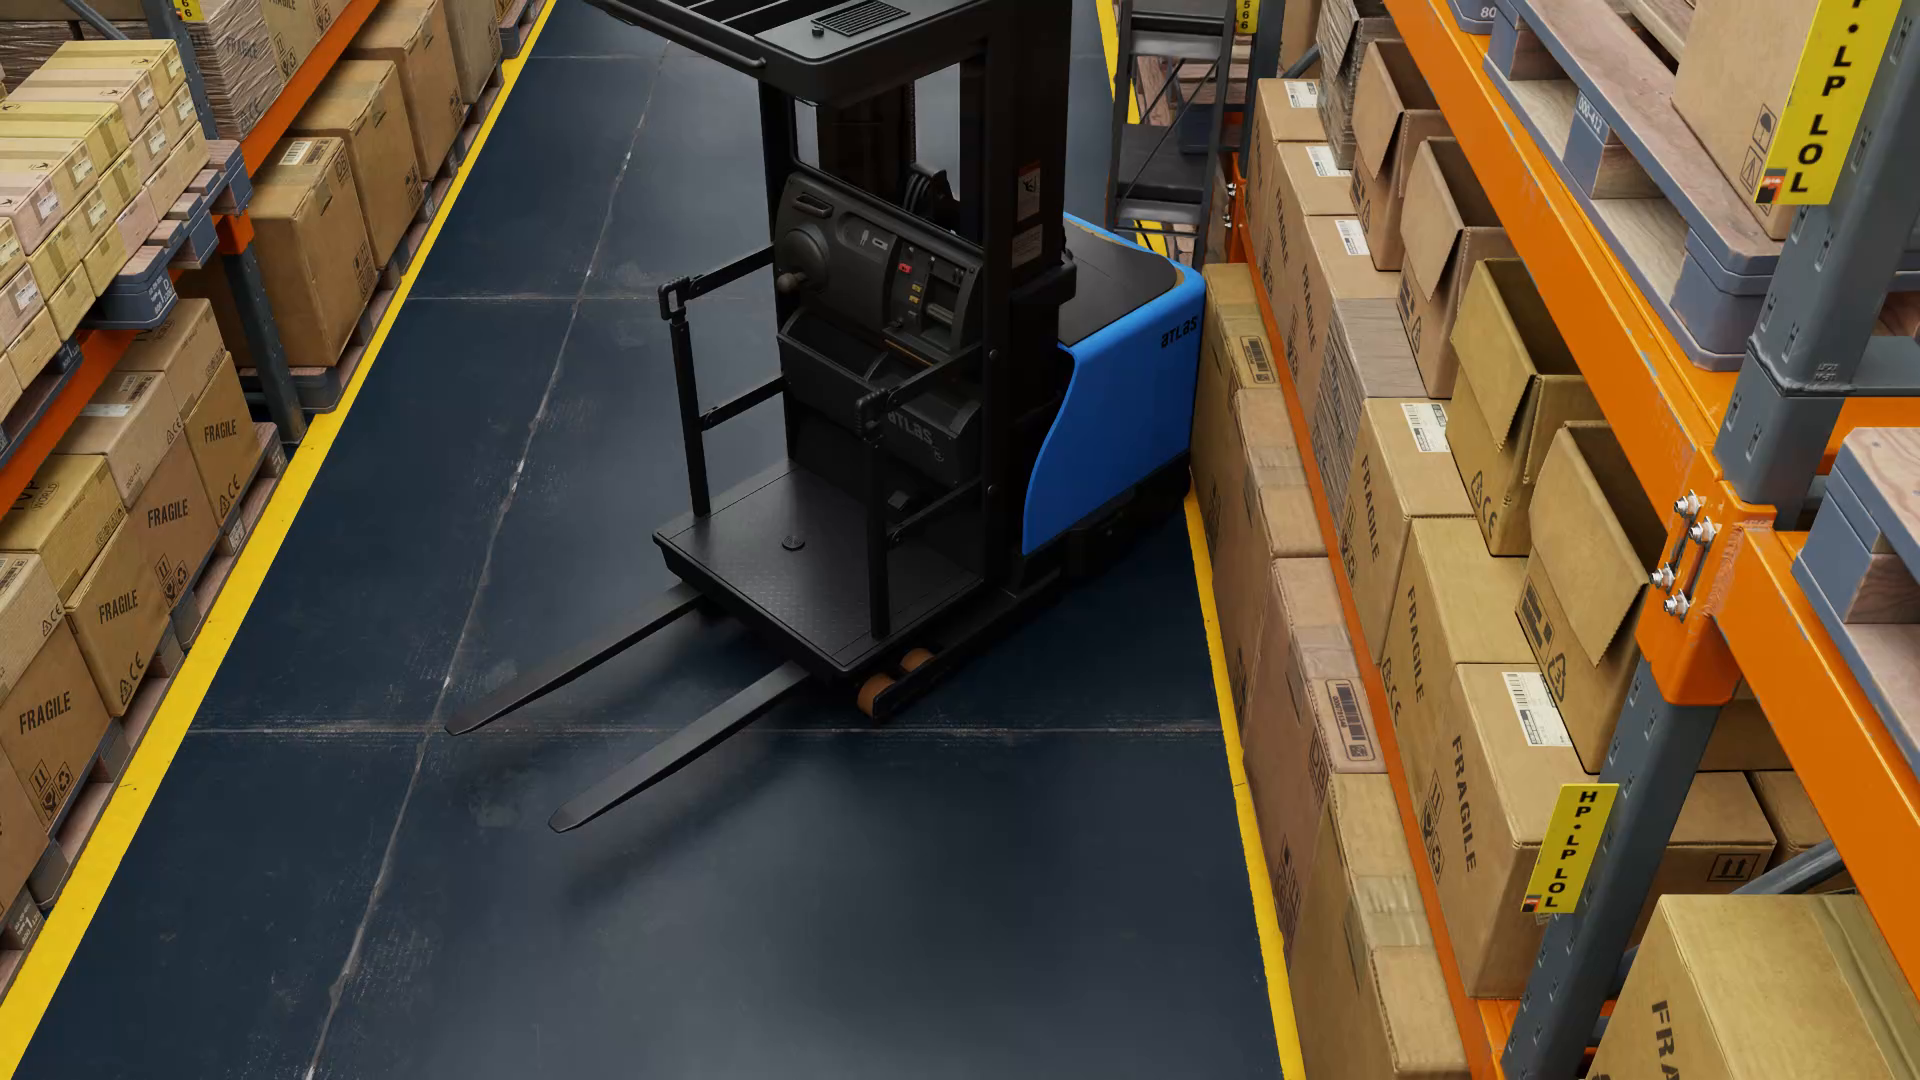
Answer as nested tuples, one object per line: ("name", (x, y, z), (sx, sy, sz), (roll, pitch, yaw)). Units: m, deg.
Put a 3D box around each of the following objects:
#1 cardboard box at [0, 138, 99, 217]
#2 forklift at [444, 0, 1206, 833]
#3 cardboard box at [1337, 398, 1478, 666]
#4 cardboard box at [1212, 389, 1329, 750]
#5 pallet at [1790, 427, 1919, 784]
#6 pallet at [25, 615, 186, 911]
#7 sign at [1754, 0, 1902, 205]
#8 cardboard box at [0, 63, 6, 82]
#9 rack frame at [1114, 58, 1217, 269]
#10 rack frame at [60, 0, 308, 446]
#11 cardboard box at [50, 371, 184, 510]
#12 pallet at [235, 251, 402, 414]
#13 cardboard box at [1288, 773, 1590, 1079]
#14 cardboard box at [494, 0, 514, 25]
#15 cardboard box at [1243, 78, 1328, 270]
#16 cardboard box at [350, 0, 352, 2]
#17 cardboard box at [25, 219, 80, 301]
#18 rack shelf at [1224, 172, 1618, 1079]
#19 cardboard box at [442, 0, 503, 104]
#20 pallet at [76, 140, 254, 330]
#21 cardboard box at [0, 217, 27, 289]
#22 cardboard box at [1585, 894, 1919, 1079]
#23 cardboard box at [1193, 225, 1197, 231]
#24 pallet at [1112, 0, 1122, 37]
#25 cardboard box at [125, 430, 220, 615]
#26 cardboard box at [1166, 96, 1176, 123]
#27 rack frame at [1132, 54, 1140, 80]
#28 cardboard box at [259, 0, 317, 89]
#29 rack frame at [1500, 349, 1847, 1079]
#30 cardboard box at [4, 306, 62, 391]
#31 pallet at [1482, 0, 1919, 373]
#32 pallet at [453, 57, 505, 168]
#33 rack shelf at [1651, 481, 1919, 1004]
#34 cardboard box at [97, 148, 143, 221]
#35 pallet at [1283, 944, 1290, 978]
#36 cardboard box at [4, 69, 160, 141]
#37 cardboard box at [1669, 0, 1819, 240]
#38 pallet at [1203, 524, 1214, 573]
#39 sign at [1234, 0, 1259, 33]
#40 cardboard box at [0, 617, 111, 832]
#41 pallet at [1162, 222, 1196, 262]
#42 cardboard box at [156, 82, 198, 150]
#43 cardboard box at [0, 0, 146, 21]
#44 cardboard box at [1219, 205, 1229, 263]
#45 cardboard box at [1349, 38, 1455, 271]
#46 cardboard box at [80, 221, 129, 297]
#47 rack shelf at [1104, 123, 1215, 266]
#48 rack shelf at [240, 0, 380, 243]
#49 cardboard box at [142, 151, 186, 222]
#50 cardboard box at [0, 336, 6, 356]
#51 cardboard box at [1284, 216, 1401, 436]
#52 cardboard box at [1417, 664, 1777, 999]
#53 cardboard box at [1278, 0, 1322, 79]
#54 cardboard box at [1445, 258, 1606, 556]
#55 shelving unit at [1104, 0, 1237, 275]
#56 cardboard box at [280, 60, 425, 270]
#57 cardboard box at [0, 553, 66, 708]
("cardboard box", (-2.923, -1.122, 5.141), (0.380, 0.149, 0.250), (1, 39, 1))
("forklift", (-0.440, -0.866, 5.487), (1.130, 2.935, 3.031), (32, 48, 33))
("cardboard box", (1.306, -0.025, 4.302), (0.500, 0.500, 0.500), (0, 39, -1))
("cardboard box", (1.549, 0.096, 5.595), (1.225, 0.875, 0.875), (0, 39, 0))
("pallet", (1.571, 0.319, 1.626), (1.003, 0.211, 1.213), (0, 39, 0))
("pallet", (-3.386, 0.720, 5.683), (1.003, 0.211, 1.213), (0, 39, 0))
("sign", (1.038, -0.546, 1.969), (0.100, 0.325, 0.005), (0, 39, 0))
("cardboard box", (-3.577, -1.624, 5.768), (0.380, 0.149, 0.250), (0, 39, 0))
("rack frame", (0.848, -1.544, 6.935), (0.400, 2.100, 0.015), (6, 43, 6))
("rack frame", (-3.384, -1.618, 6.371), (1.000, 3.000, 0.127), (0, 39, 0))
("cardboard box", (-3.110, -0.356, 5.859), (0.500, 0.250, 0.500), (0, 39, 1))
("pallet", (-3.310, -1.023, 7.858), (1.003, 0.211, 1.213), (0, 39, 0))
("cardboard box", (1.560, 1.208, 4.207), (1.225, 0.875, 0.875), (0, 39, 0))
("cardboard box", (-3.319, -3.848, 10.516), (0.875, 0.875, 0.875), (1, 39, 1))
("cardboard box", (1.305, -1.293, 5.885), (0.500, 0.500, 0.500), (1, 39, 1))
("cardboard box", (-3.116, -2.883, 7.869), (0.500, 0.500, 0.500), (0, 39, -1))
("cardboard box", (-2.925, -0.848, 5.037), (0.380, 0.149, 0.250), (0, 39, 0))
("rack shelf", (1.578, -0.027, 4.961), (1.077, 0.370, 4.000), (0, 39, 0))
("cardboard box", (-3.298, -3.017, 9.580), (1.050, 0.750, 0.750), (0, 39, 0))
("pallet", (-3.277, -1.098, 5.875), (1.213, 0.211, 1.003), (0, 39, 0))
("cardboard box", (-2.926, -0.801, 4.741), (0.380, 0.149, 0.250), (2, 39, 2))
("cardboard box", (1.326, 0.892, 2.520), (0.500, 0.500, 0.500), (0, 39, 0))
("cardboard box", (1.534, -1.875, 8.338), (0.700, 0.500, 0.500), (3, 39, 4))
("pallet", (1.535, -3.392, 10.814), (1.003, 0.211, 1.213), (0, 39, 0))
("cardboard box", (-3.125, -0.071, 6.103), (0.500, 0.500, 0.500), (1, 39, 2))
("cardboard box", (1.532, -2.574, 9.210), (0.700, 0.500, 0.500), (0, 39, 0))
("rack frame", (1.571, -4.060, 9.418), (1.000, 3.000, 0.127), (0, 39, 0))
("cardboard box", (-3.118, -2.256, 7.087), (0.500, 0.500, 0.500), (0, 39, 0))
("rack frame", (1.581, 0.943, 3.175), (1.000, 3.000, 0.127), (0, 39, 0))
("cardboard box", (-2.928, -0.574, 4.932), (0.380, 0.149, 0.250), (1, 39, 1))
("pallet", (1.530, -0.726, 3.012), (0.805, 0.209, 1.217), (-1, 39, -2))
("pallet", (-3.312, -2.549, 9.762), (1.003, 0.211, 1.213), (0, 39, 0))
("rack shelf", (1.583, 1.304, 0.901), (1.077, 0.370, 4.000), (0, 39, 0))
("cardboard box", (-2.923, -1.160, 5.426), (0.380, 0.149, 0.250), (1, 39, 1))
("pallet", (1.504, 1.548, 4.649), (1.003, 0.211, 1.213), (0, 39, 0))
("cardboard box", (-2.927, -1.453, 5.554), (0.380, 0.149, 0.250), (0, 39, -1))
("cardboard box", (1.570, -0.793, 2.527), (0.700, 0.500, 0.500), (1, 39, 1))
("pallet", (1.502, 0.023, 6.553), (1.003, 0.211, 1.213), (0, 39, 0))
("sign", (1.033, -1.973, 5.951), (0.100, 0.325, 0.005), (0, 39, 0))
("cardboard box", (-3.131, 0.574, 5.298), (0.500, 0.500, 0.500), (1, 39, 1))
("pallet", (1.578, -1.720, 8.728), (1.003, 0.211, 1.213), (0, 39, 0))
("cardboard box", (-2.928, -1.492, 5.840), (0.380, 0.149, 0.250), (1, 39, 1))
("cardboard box", (-3.375, -2.328, 6.377), (0.700, 0.500, 0.500), (0, 39, 0))
("cardboard box", (1.555, -1.174, 7.463), (0.700, 0.500, 0.500), (-2, 39, -2))
("cardboard box", (1.559, -1.124, 4.872), (0.797, 0.503, 0.637), (1, 39, 1))
("cardboard box", (-2.928, -0.904, 5.344), (0.380, 0.149, 0.250), (-1, 39, -1))
("rack shelf", (0.811, -1.369, 6.768), (0.431, 0.518, 0.480), (6, 43, 6))
("rack shelf", (-3.386, -2.588, 8.156), (1.077, 0.370, 4.000), (0, 39, 0))
("cardboard box", (-2.925, -1.221, 5.740), (0.380, 0.149, 0.250), (0, 39, 0))
("cardboard box", (-2.924, -0.523, 4.632), (0.380, 0.149, 0.250), (-1, 39, -1))
("cardboard box", (1.312, -0.651, 5.083), (0.500, 0.500, 0.500), (-1, 39, -1))
("cardboard box", (1.307, 0.612, 3.508), (0.500, 0.500, 0.500), (0, 39, 0))
("cardboard box", (1.535, -2.099, 6.555), (0.500, 0.500, 0.500), (-5, 39, -6))
("cardboard box", (1.583, -0.316, 3.864), (0.797, 0.503, 0.637), (0, 39, 0))
("shelving unit", (0.811, -1.379, 6.758), (0.431, 2.100, 0.503), (6, 43, 6))
("cardboard box", (-3.299, -1.832, 8.100), (1.050, 0.750, 0.750), (1, 39, 1))
("cardboard box", (-3.115, 0.288, 5.056), (0.500, 0.250, 0.500), (1, 39, 2))
